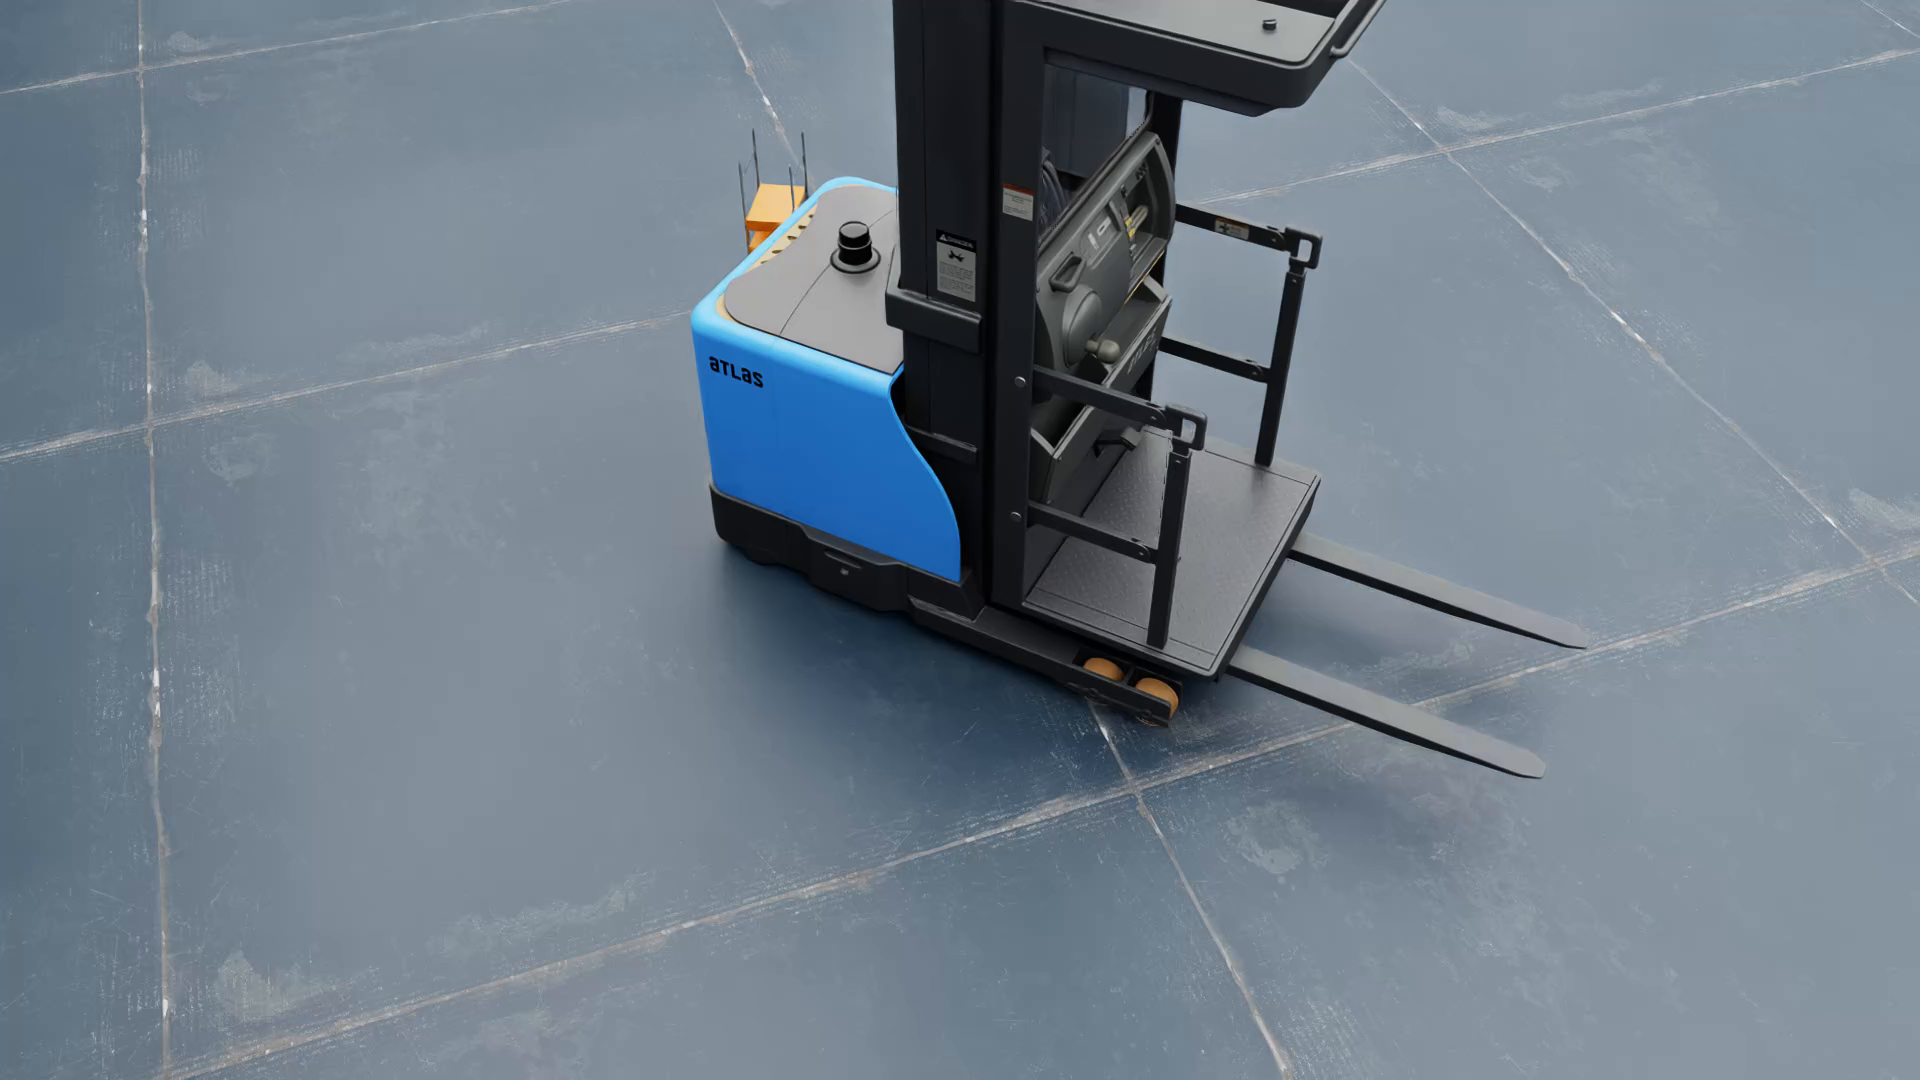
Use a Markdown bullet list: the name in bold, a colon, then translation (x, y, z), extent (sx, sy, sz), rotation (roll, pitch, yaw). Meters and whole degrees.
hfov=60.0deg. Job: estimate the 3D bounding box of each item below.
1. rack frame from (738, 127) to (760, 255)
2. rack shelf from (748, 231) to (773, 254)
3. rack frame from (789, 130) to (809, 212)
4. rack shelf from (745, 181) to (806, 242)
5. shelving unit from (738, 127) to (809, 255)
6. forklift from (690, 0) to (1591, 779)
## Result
- **rack frame**: translation (-0.767, -0.996, 6.396), extent (0.006, 1.200, 0.240), rotation (5, 45, 5)
- **rack shelf**: translation (-0.676, -1.126, 6.249), extent (0.180, 0.103, 0.258), rotation (5, 45, 5)
- **rack frame**: translation (-0.585, -0.979, 6.379), extent (0.006, 1.200, 0.240), rotation (5, 45, 5)
- **rack shelf**: translation (-0.676, -1.210, 6.164), extent (0.180, 0.103, 0.258), rotation (5, 45, 5)
- **shelving unit**: translation (-0.676, -0.988, 6.387), extent (0.189, 1.200, 0.258), rotation (5, 45, 5)
- **forklift**: translation (0.634, -0.840, 5.018), extent (3.031, 2.935, 1.130), rotation (20, 49, 19)
